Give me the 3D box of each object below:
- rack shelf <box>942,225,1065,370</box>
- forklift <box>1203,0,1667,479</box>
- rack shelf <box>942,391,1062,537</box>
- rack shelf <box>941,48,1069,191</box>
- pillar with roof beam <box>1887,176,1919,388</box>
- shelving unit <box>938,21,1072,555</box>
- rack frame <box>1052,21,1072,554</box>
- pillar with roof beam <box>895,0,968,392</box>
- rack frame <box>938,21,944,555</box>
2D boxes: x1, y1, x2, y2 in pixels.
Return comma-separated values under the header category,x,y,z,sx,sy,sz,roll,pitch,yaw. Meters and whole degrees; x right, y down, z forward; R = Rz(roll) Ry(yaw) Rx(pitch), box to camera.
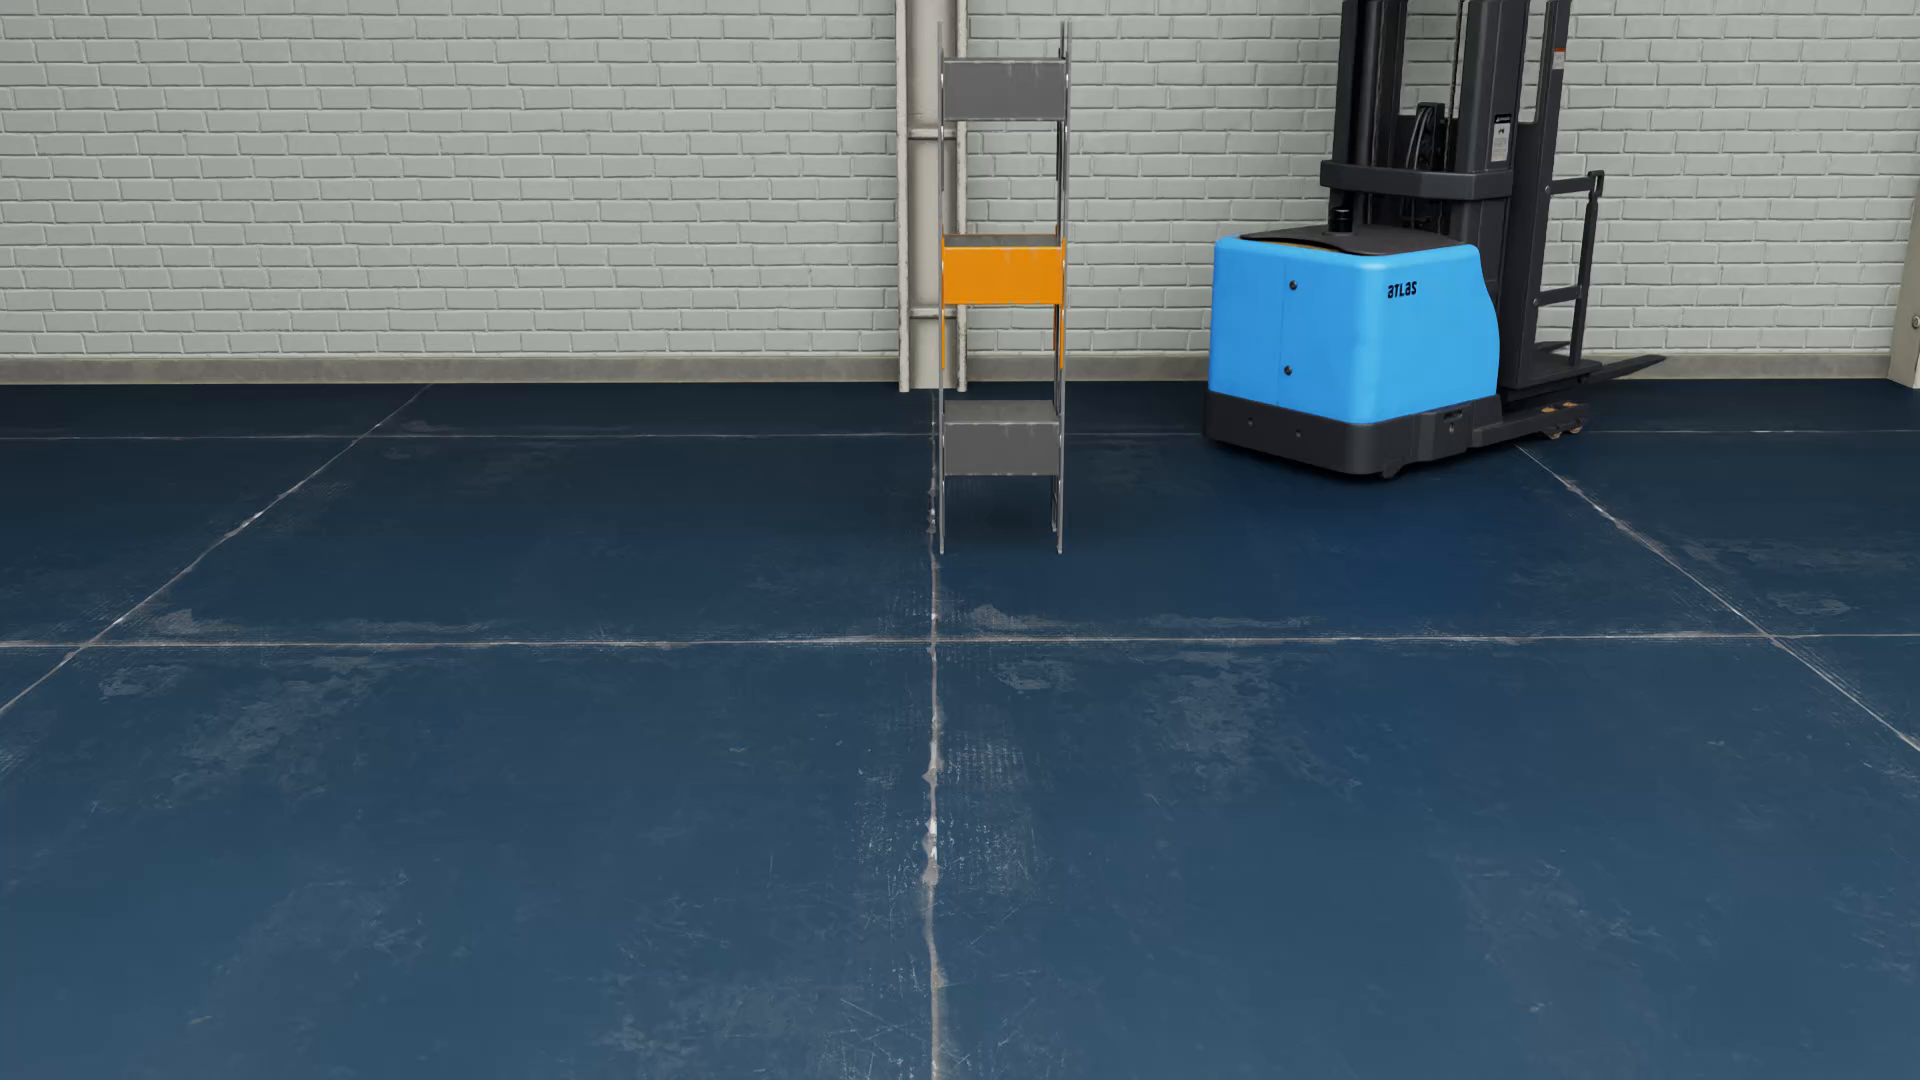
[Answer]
category,x,y,z,sx,sy,sz,roll,pitch,yaw
rack shelf,0.166,-0.988,6.733,0.480,0.518,0.431,0,18,-1
forklift,2.703,-2.032,8.585,3.031,2.935,1.130,-14,22,-37
rack shelf,0.166,-0.321,6.947,0.480,0.518,0.431,0,18,-1
rack shelf,0.166,-1.654,6.520,0.480,0.518,0.431,0,18,-1
pillar with roof beam,5.907,-3.918,4.528,0.400,9.000,9.100,0,18,-1
shelving unit,0.166,-1.001,6.729,0.503,2.100,0.431,0,18,-1
rack frame,0.409,-1.002,6.733,0.015,2.100,0.400,0,18,-1
pillar with roof beam,-0.092,-3.889,4.437,0.400,9.000,9.100,0,18,-1
rack frame,-0.078,-0.999,6.726,0.015,2.100,0.400,0,18,-1
